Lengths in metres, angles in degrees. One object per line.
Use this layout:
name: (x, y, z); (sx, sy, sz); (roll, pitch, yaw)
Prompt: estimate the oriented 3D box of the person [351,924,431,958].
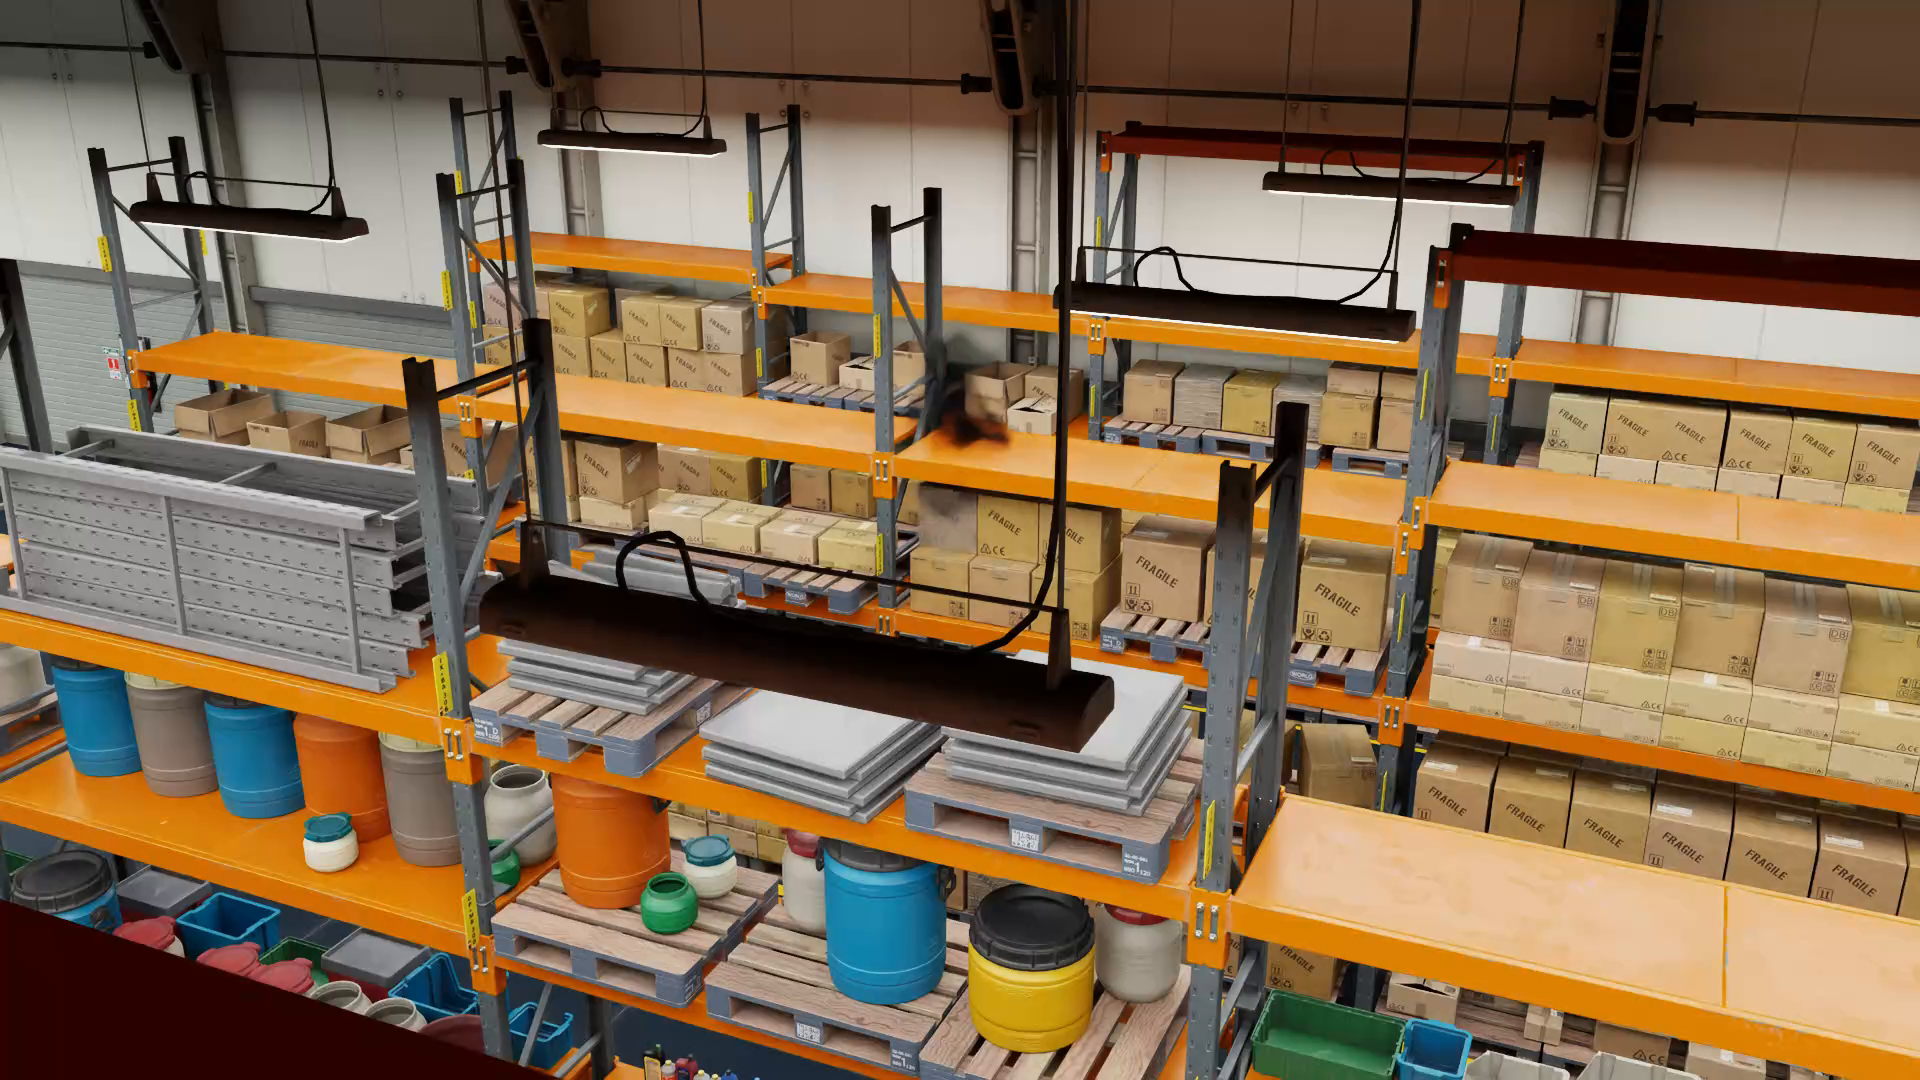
person: (-4.438, 2.681, 12.706); (0.891, 1.788, 0.688); (9, 22, 22)
